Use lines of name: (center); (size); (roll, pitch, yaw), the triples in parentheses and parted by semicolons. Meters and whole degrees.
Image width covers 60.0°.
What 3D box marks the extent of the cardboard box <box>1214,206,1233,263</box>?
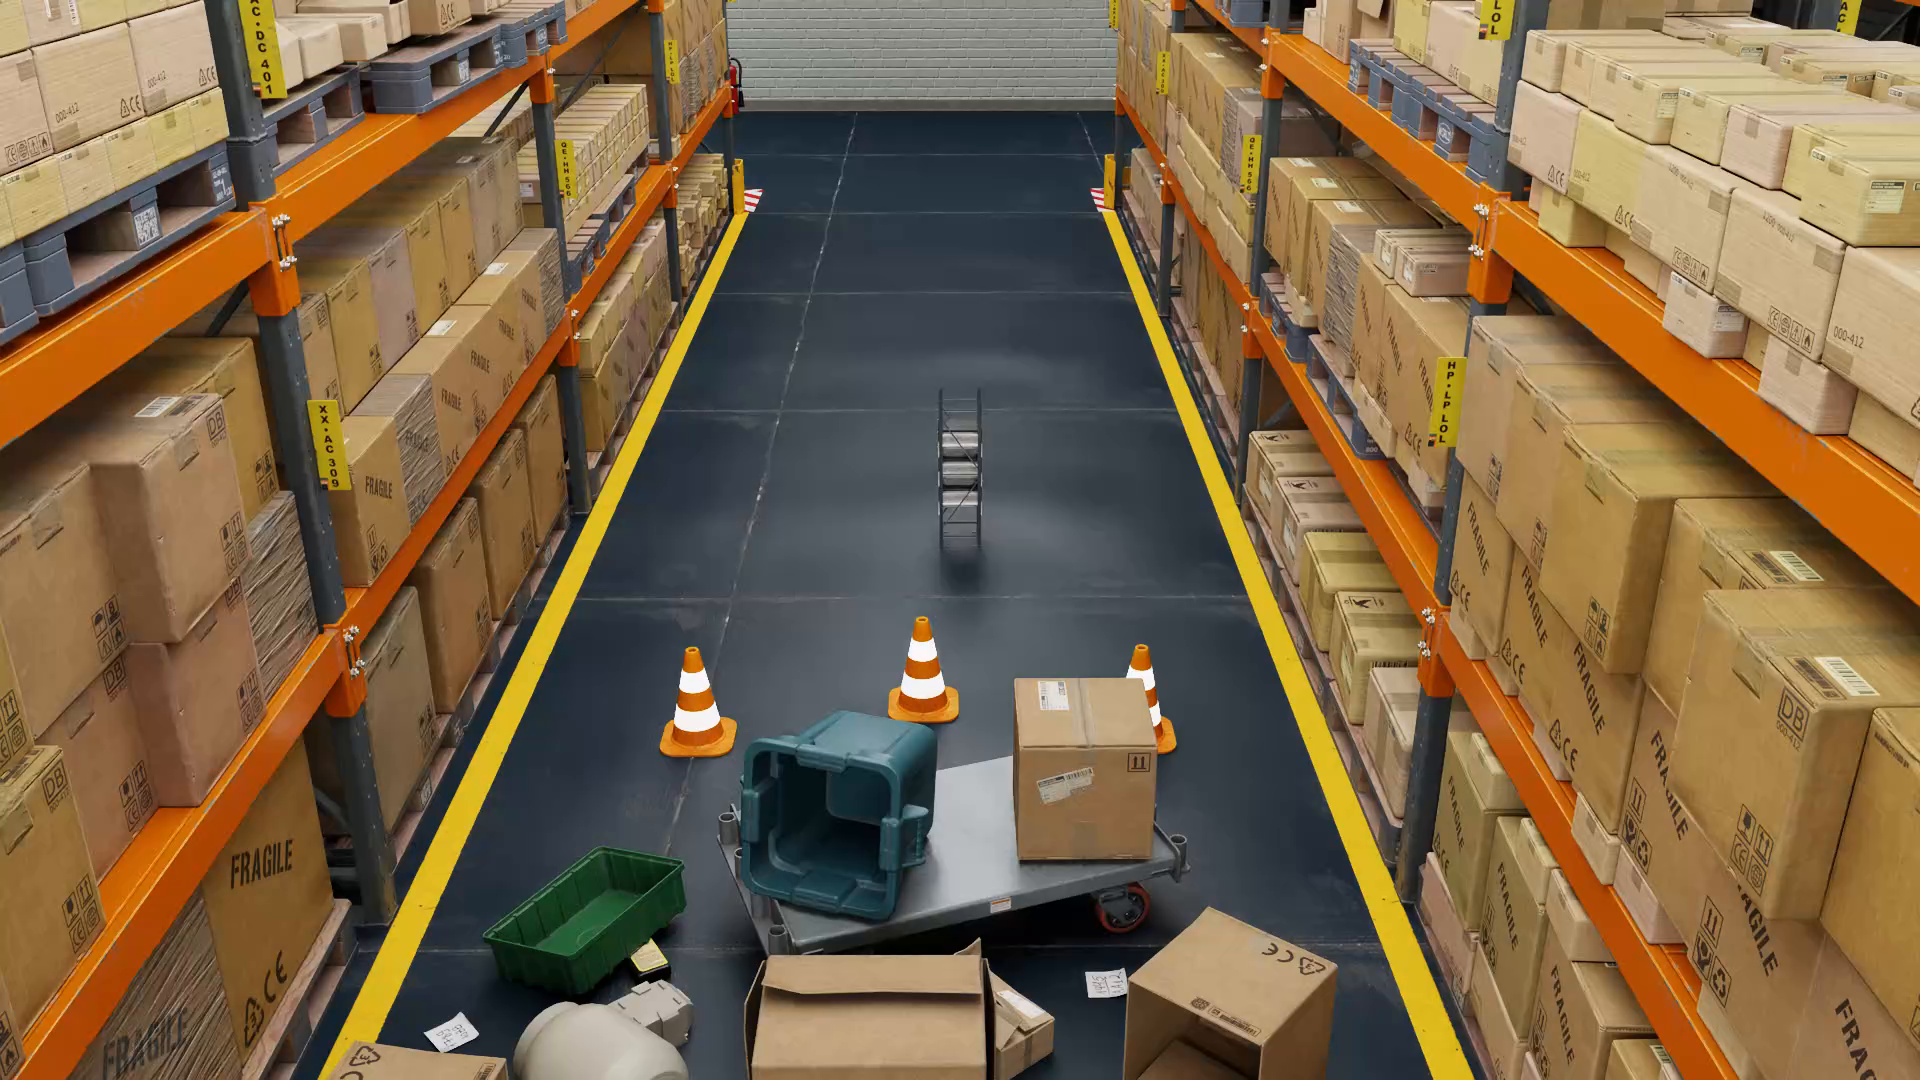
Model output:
cardboard box: (1.912, -1.949, 10.602); (0.500, 0.250, 0.500); (0, 24, 0)

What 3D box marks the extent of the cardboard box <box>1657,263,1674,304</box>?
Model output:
cardboard box: (2.015, -0.651, 4.215); (0.380, 0.149, 0.250); (-1, 24, -2)

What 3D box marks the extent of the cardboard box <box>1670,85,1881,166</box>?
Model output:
cardboard box: (1.974, -1.010, 4.040); (0.380, 0.149, 0.250); (-1, 24, -2)

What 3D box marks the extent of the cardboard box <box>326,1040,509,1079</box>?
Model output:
cardboard box: (-1.664, 1.885, 4.973); (0.500, 0.500, 0.500); (4, 25, 9)

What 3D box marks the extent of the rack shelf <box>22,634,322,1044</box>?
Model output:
rack shelf: (-2.685, 1.142, 4.133); (0.919, 0.052, 3.809); (0, 24, -1)

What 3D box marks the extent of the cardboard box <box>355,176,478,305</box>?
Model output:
cardboard box: (-2.741, -1.433, 7.943); (0.700, 0.500, 0.500); (-1, 24, -1)

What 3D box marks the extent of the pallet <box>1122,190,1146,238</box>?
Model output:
pallet: (2.198, -3.297, 16.784); (1.003, 0.211, 1.213); (0, 24, -1)

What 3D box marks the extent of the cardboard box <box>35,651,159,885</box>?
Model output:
cardboard box: (-2.774, 0.645, 4.501); (0.875, 0.550, 0.550); (0, 24, -1)

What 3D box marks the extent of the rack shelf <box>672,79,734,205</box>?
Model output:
rack shelf: (-2.816, -3.681, 15.121); (1.077, 0.370, 4.000); (0, 24, -1)

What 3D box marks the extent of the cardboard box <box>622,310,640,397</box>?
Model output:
cardboard box: (-2.522, -1.300, 11.508); (0.500, 0.500, 0.500); (-1, 24, -2)

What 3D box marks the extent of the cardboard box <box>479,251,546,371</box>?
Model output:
cardboard box: (-2.473, -1.192, 8.624); (0.500, 0.500, 0.500); (0, 24, -1)

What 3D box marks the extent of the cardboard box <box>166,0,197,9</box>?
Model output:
cardboard box: (-2.384, -1.591, 4.694); (0.380, 0.149, 0.250); (0, 24, -1)

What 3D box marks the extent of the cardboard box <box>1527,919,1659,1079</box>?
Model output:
cardboard box: (2.000, 1.446, 4.829); (0.500, 0.500, 0.500); (1, 24, 2)

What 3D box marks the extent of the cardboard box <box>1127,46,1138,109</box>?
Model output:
cardboard box: (1.850, -4.325, 15.552); (0.500, 0.500, 0.500); (0, 24, -1)

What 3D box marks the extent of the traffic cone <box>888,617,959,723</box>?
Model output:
traffic cone: (-0.175, 0.584, 7.897); (0.336, 0.463, 0.334); (0, 24, -1)

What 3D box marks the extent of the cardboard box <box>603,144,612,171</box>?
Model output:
cardboard box: (-2.577, -2.591, 11.272); (0.380, 0.149, 0.250); (1, 24, 1)

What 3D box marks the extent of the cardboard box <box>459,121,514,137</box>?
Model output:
cardboard box: (-3.228, -2.724, 11.207); (0.380, 0.149, 0.250); (0, 24, 1)

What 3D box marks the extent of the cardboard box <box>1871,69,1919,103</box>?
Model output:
cardboard box: (2.590, -1.117, 4.277); (0.380, 0.149, 0.250); (0, 24, 1)

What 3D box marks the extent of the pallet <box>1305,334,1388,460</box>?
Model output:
pallet: (2.261, -0.697, 7.884); (1.003, 0.211, 1.213); (0, 24, -1)

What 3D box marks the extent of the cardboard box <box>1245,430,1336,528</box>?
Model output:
cardboard box: (2.194, -0.361, 9.588); (0.950, 0.372, 0.625); (-2, 24, -4)

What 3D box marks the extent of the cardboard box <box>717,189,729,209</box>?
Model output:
cardboard box: (-2.520, -3.404, 16.586); (0.380, 0.149, 0.250); (0, 24, 1)

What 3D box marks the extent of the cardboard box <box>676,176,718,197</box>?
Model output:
cardboard box: (-2.505, -3.352, 15.749); (0.380, 0.149, 0.250); (1, 24, 1)

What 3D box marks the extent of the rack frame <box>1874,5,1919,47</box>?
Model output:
rack frame: (7.118, -3.272, 13.345); (1.000, 3.000, 0.127); (0, 24, -1)

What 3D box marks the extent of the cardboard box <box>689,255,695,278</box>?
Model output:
cardboard box: (-2.480, -2.338, 14.229); (0.380, 0.149, 0.250); (0, 24, 1)

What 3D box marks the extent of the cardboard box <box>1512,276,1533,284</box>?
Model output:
cardboard box: (2.526, -0.929, 7.172); (0.500, 0.500, 0.500); (0, 24, -1)

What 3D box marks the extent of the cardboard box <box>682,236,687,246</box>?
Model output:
cardboard box: (-2.609, -2.679, 14.621); (0.380, 0.149, 0.250); (-1, 24, -3)

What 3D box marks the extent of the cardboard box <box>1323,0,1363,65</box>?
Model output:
cardboard box: (2.198, -2.622, 8.146); (0.700, 0.500, 0.500); (0, 24, -1)

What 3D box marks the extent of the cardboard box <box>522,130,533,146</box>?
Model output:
cardboard box: (-3.233, -2.801, 11.738); (0.380, 0.149, 0.250); (1, 24, 2)

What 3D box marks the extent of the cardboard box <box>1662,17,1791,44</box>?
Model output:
cardboard box: (2.636, -1.684, 5.866); (0.500, 0.250, 0.500); (-1, 24, -2)

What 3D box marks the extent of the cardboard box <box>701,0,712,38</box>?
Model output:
cardboard box: (-2.564, -4.859, 15.158); (0.500, 0.500, 0.500); (1, 24, 2)

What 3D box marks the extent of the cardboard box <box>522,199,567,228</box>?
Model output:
cardboard box: (-2.555, -1.949, 9.853); (0.380, 0.149, 0.250); (1, 24, 2)

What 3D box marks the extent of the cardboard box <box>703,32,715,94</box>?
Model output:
cardboard box: (-2.560, -4.409, 15.376); (0.500, 0.500, 0.500); (0, 24, 0)

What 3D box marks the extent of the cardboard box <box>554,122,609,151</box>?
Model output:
cardboard box: (-2.577, -2.720, 11.197); (0.380, 0.149, 0.250); (-1, 24, -1)

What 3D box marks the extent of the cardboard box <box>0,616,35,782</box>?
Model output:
cardboard box: (-2.733, 0.371, 3.796); (0.875, 0.550, 0.500); (0, 24, -1)

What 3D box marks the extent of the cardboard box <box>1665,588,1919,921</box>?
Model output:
cardboard box: (1.955, 0.432, 3.459); (0.700, 0.500, 0.500); (-1, 24, -1)

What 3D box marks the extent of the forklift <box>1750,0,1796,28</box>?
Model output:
forklift: (4.746, -1.896, 10.462); (1.129, 2.867, 3.031); (-1, 24, -1)

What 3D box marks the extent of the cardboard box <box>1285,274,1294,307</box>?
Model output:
cardboard box: (1.942, -1.313, 8.808); (0.380, 0.149, 0.250); (-2, 24, -4)

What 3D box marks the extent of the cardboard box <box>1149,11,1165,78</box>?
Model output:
cardboard box: (1.876, -4.152, 13.955); (0.500, 0.500, 0.500); (-1, 24, -1)

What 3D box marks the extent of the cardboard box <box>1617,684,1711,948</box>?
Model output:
cardboard box: (2.014, 0.671, 4.143); (0.500, 0.500, 0.500); (0, 24, 0)

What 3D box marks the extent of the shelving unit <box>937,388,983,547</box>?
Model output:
shelving unit: (0.000, -0.413, 9.572); (0.258, 0.900, 0.210); (0, 24, -1)

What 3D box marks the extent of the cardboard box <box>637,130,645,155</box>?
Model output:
cardboard box: (-2.588, -2.992, 12.520); (0.380, 0.149, 0.250); (0, 24, 0)

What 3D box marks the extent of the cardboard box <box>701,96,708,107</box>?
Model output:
cardboard box: (-2.569, -4.166, 15.625); (0.380, 0.149, 0.250); (-1, 24, -3)

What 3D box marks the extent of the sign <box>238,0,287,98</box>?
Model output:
sign: (-2.152, -1.529, 5.128); (0.100, 0.325, 0.005); (0, 24, -1)

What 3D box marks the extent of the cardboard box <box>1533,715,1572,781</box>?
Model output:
cardboard box: (1.980, 0.609, 5.068); (0.380, 0.149, 0.250); (0, 24, 1)

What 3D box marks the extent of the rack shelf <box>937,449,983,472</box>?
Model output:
rack shelf: (0.000, -0.465, 9.549); (0.258, 0.077, 0.200); (0, 24, -1)

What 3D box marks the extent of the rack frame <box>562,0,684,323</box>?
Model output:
rack frame: (-2.794, -3.184, 13.151); (1.000, 3.000, 0.127); (0, 24, -1)

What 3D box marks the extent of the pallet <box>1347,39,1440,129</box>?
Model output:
pallet: (2.327, -1.915, 6.933); (1.213, 0.211, 1.003); (0, 24, -1)

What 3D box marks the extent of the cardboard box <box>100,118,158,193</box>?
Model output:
cardboard box: (-2.376, -1.018, 4.395); (0.380, 0.149, 0.250); (0, 24, 0)

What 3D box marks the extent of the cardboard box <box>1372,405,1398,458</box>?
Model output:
cardboard box: (1.936, -0.454, 6.910); (0.380, 0.149, 0.250); (-1, 24, -1)

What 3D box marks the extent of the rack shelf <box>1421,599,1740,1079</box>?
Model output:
rack shelf: (2.263, 1.200, 4.330); (1.077, 0.370, 4.000); (0, 24, -1)

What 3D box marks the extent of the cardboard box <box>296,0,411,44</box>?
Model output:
cardboard box: (-2.515, -2.202, 6.872); (0.396, 0.266, 0.258); (0, 24, -1)

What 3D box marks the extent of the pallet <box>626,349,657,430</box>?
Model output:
pallet: (-2.768, -1.089, 11.902); (1.003, 0.211, 1.213); (0, 24, -1)

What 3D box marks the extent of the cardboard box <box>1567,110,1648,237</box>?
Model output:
cardboard box: (1.988, -0.991, 4.482); (0.500, 0.250, 0.500); (0, 24, -1)

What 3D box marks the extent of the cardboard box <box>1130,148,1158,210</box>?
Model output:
cardboard box: (2.218, -3.649, 16.778); (0.875, 0.438, 0.875); (-1, 24, -2)

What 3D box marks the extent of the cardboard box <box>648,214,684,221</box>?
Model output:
cardboard box: (-2.587, -2.709, 14.327); (0.380, 0.149, 0.250); (-1, 24, -1)

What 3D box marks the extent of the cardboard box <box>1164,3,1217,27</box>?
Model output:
cardboard box: (1.833, -4.171, 13.209); (0.380, 0.149, 0.250); (-1, 24, -2)

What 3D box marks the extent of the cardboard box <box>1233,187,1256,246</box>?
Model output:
cardboard box: (1.939, -1.958, 10.015); (0.500, 0.250, 0.500); (0, 24, -1)

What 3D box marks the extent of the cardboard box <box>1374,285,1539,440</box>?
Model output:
cardboard box: (2.000, -0.718, 6.705); (0.500, 0.500, 0.500); (0, 24, 0)

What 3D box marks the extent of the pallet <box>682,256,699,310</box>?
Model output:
pallet: (-2.837, -2.191, 14.337); (1.003, 0.211, 1.213); (0, 24, -1)
